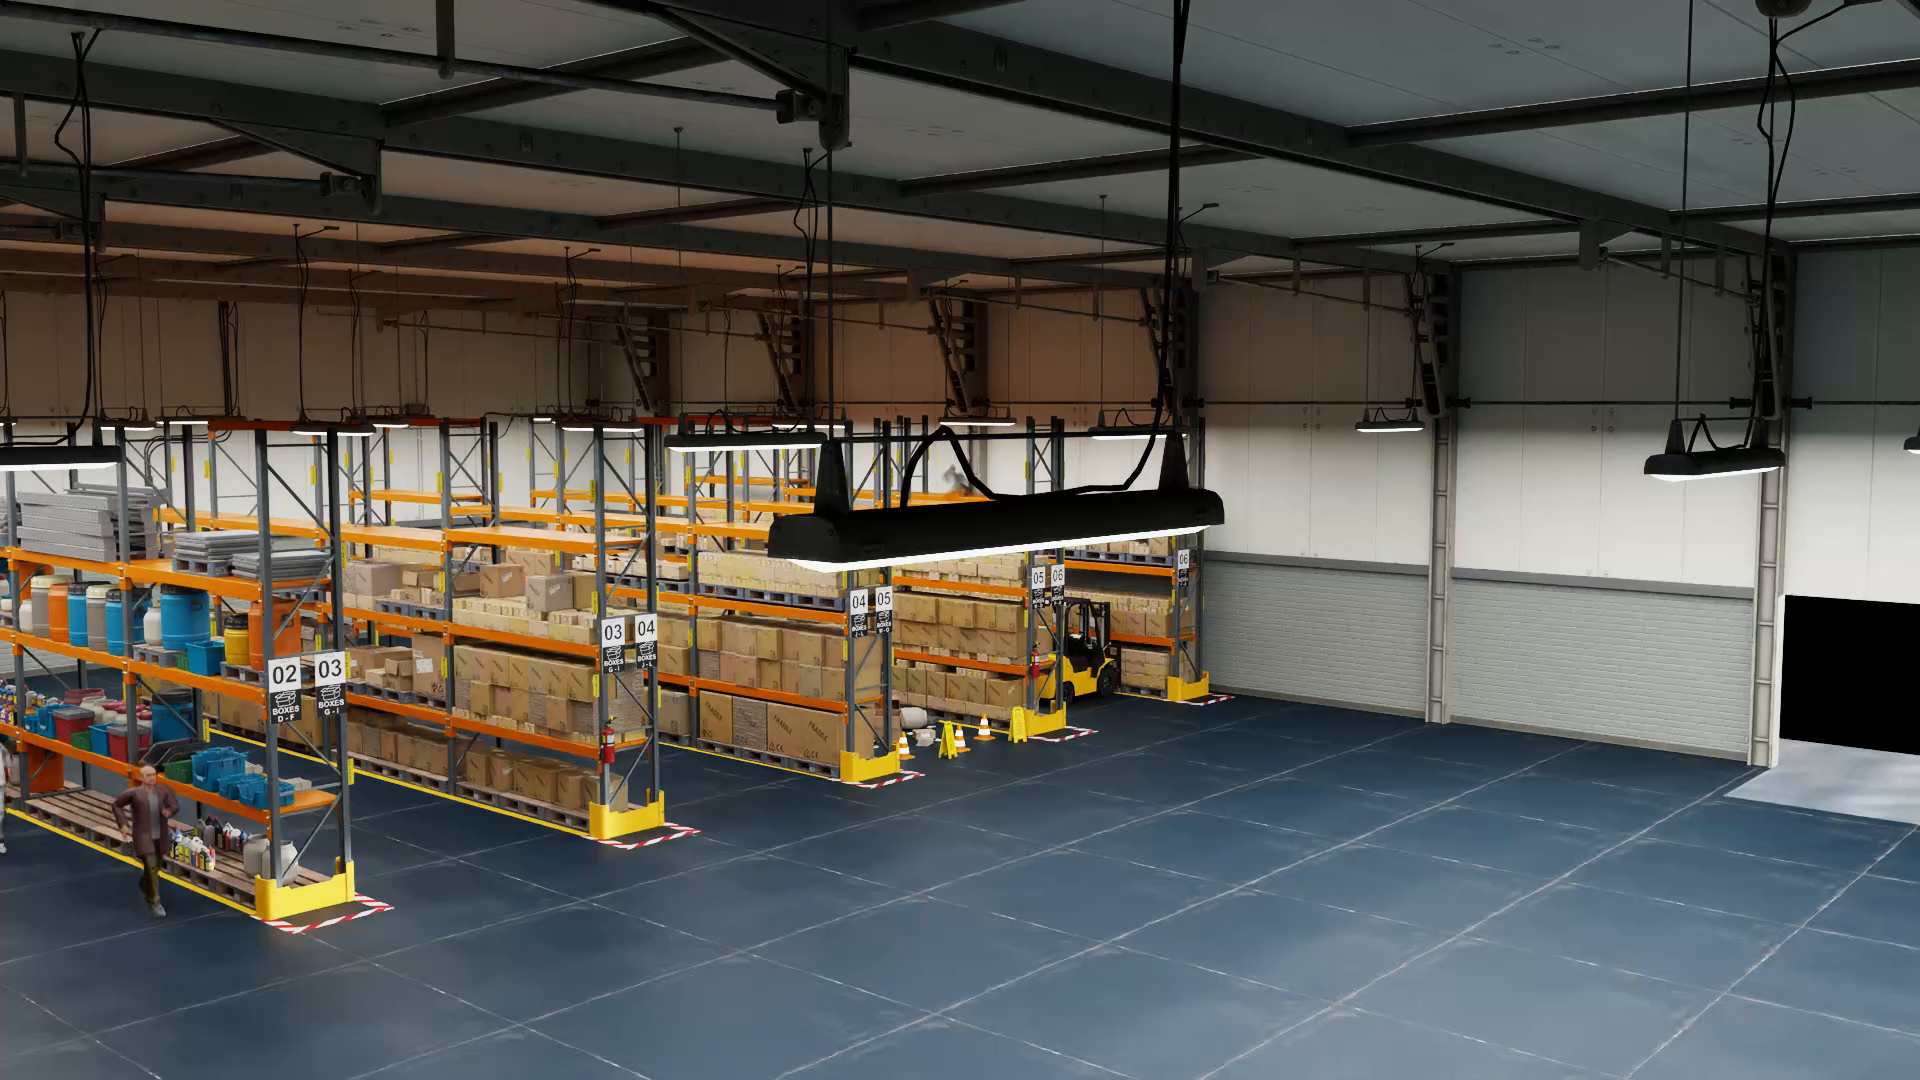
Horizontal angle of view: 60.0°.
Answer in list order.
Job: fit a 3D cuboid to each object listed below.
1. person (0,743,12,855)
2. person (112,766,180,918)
[{"bbox_3d":[-13.770,3.490,23.527,0.665,1.808,0.945,-4,6,-42],"label":"person"},{"bbox_3d":[-10.074,3.745,20.687,0.906,1.746,0.682,4,6,38],"label":"person"}]
